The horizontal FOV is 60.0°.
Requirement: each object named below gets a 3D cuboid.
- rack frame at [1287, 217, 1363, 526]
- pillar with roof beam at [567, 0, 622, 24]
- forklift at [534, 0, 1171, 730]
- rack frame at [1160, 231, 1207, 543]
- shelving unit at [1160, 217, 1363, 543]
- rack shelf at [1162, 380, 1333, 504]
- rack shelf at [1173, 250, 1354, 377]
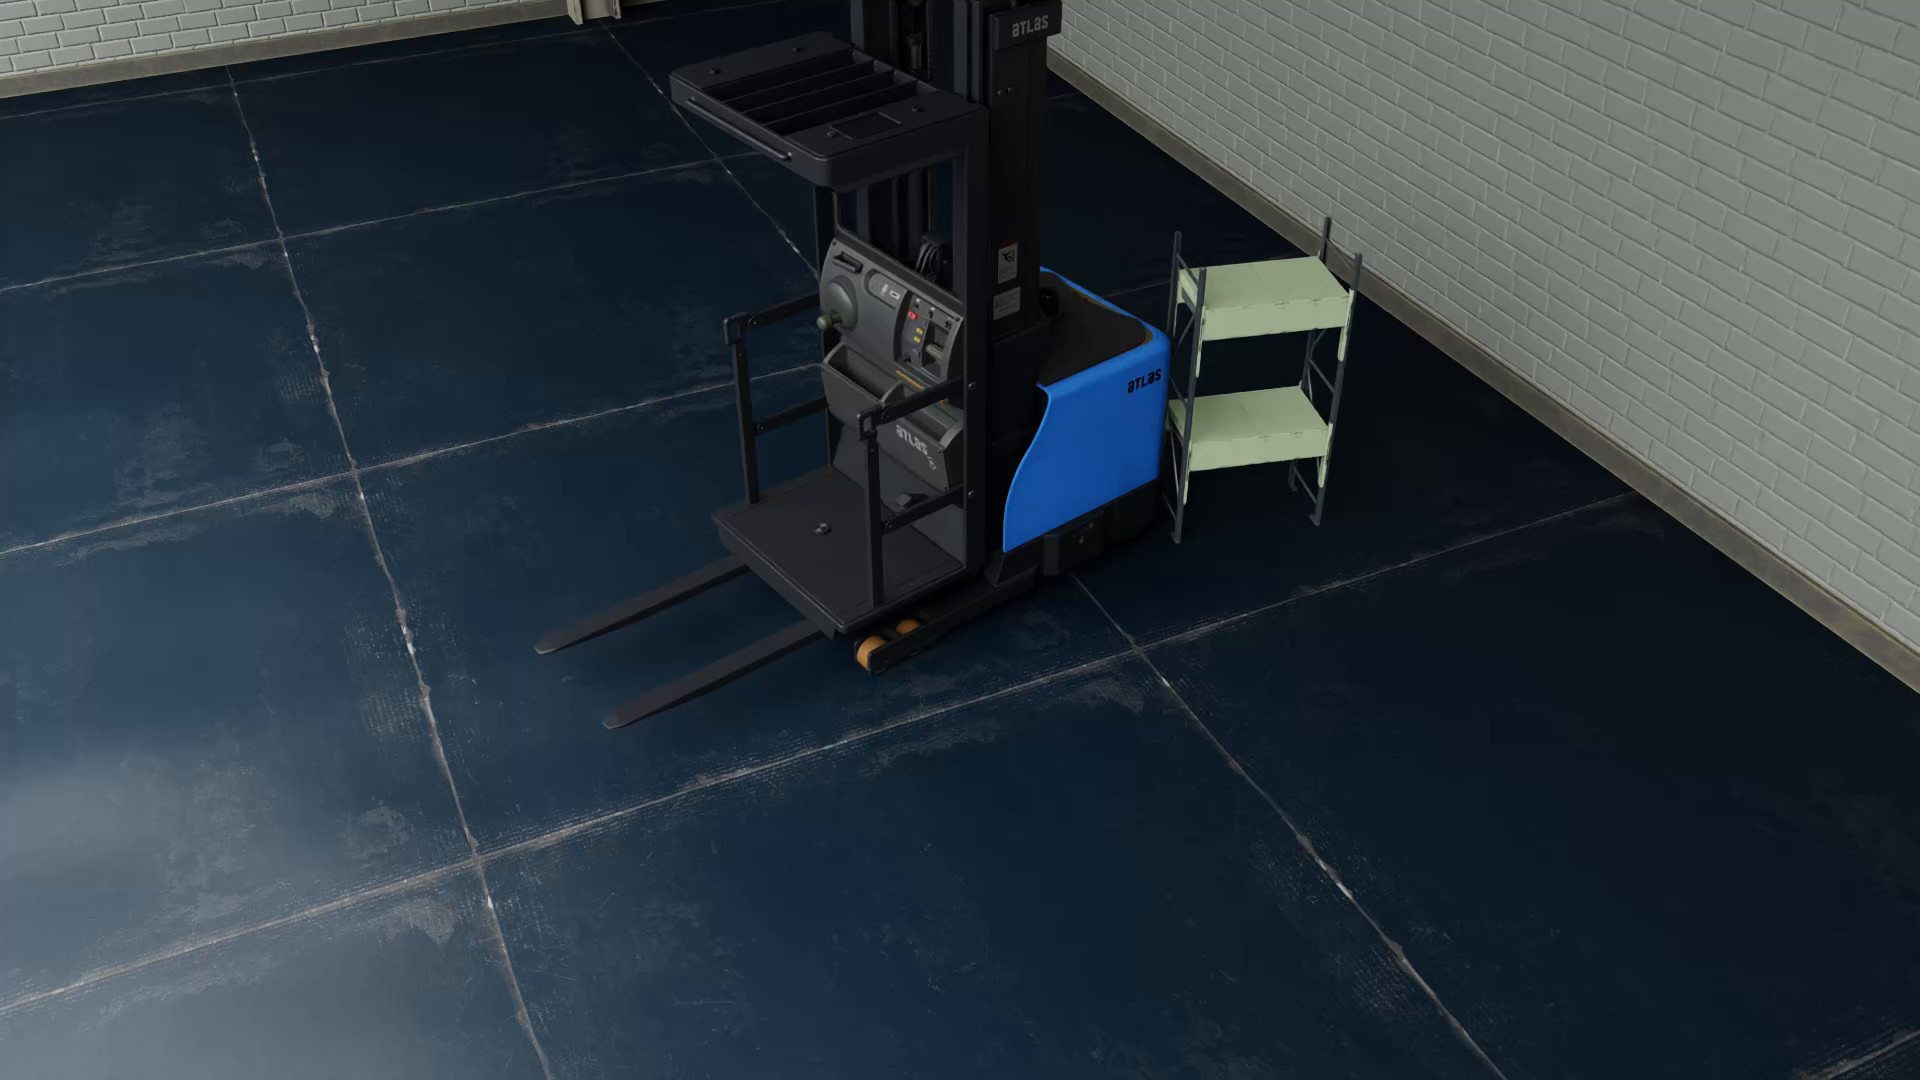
[{"bbox_3d":[1.756,-0.791,8.057,0.023,1.500,0.400,-7,37,-9],"label":"rack frame"},{"bbox_3d":[-1.322,-5.819,8.542,0.400,9.000,9.100,-16,39,-20],"label":"pillar with roof beam"},{"bbox_3d":[-0.467,-0.938,7.055,3.031,2.935,1.130,-25,44,-30],"label":"forklift"},{"bbox_3d":[1.039,-0.703,7.939,0.023,1.500,0.400,-7,37,-9],"label":"rack frame"},{"bbox_3d":[1.398,-0.747,7.998,0.755,1.500,0.431,-7,37,-9],"label":"shelving unit"},{"bbox_3d":[1.398,-0.485,8.193,0.720,0.370,0.431,-7,37,-9],"label":"rack shelf"},{"bbox_3d":[1.398,-1.061,7.766,0.720,0.370,0.431,-7,37,-9],"label":"rack shelf"}]
